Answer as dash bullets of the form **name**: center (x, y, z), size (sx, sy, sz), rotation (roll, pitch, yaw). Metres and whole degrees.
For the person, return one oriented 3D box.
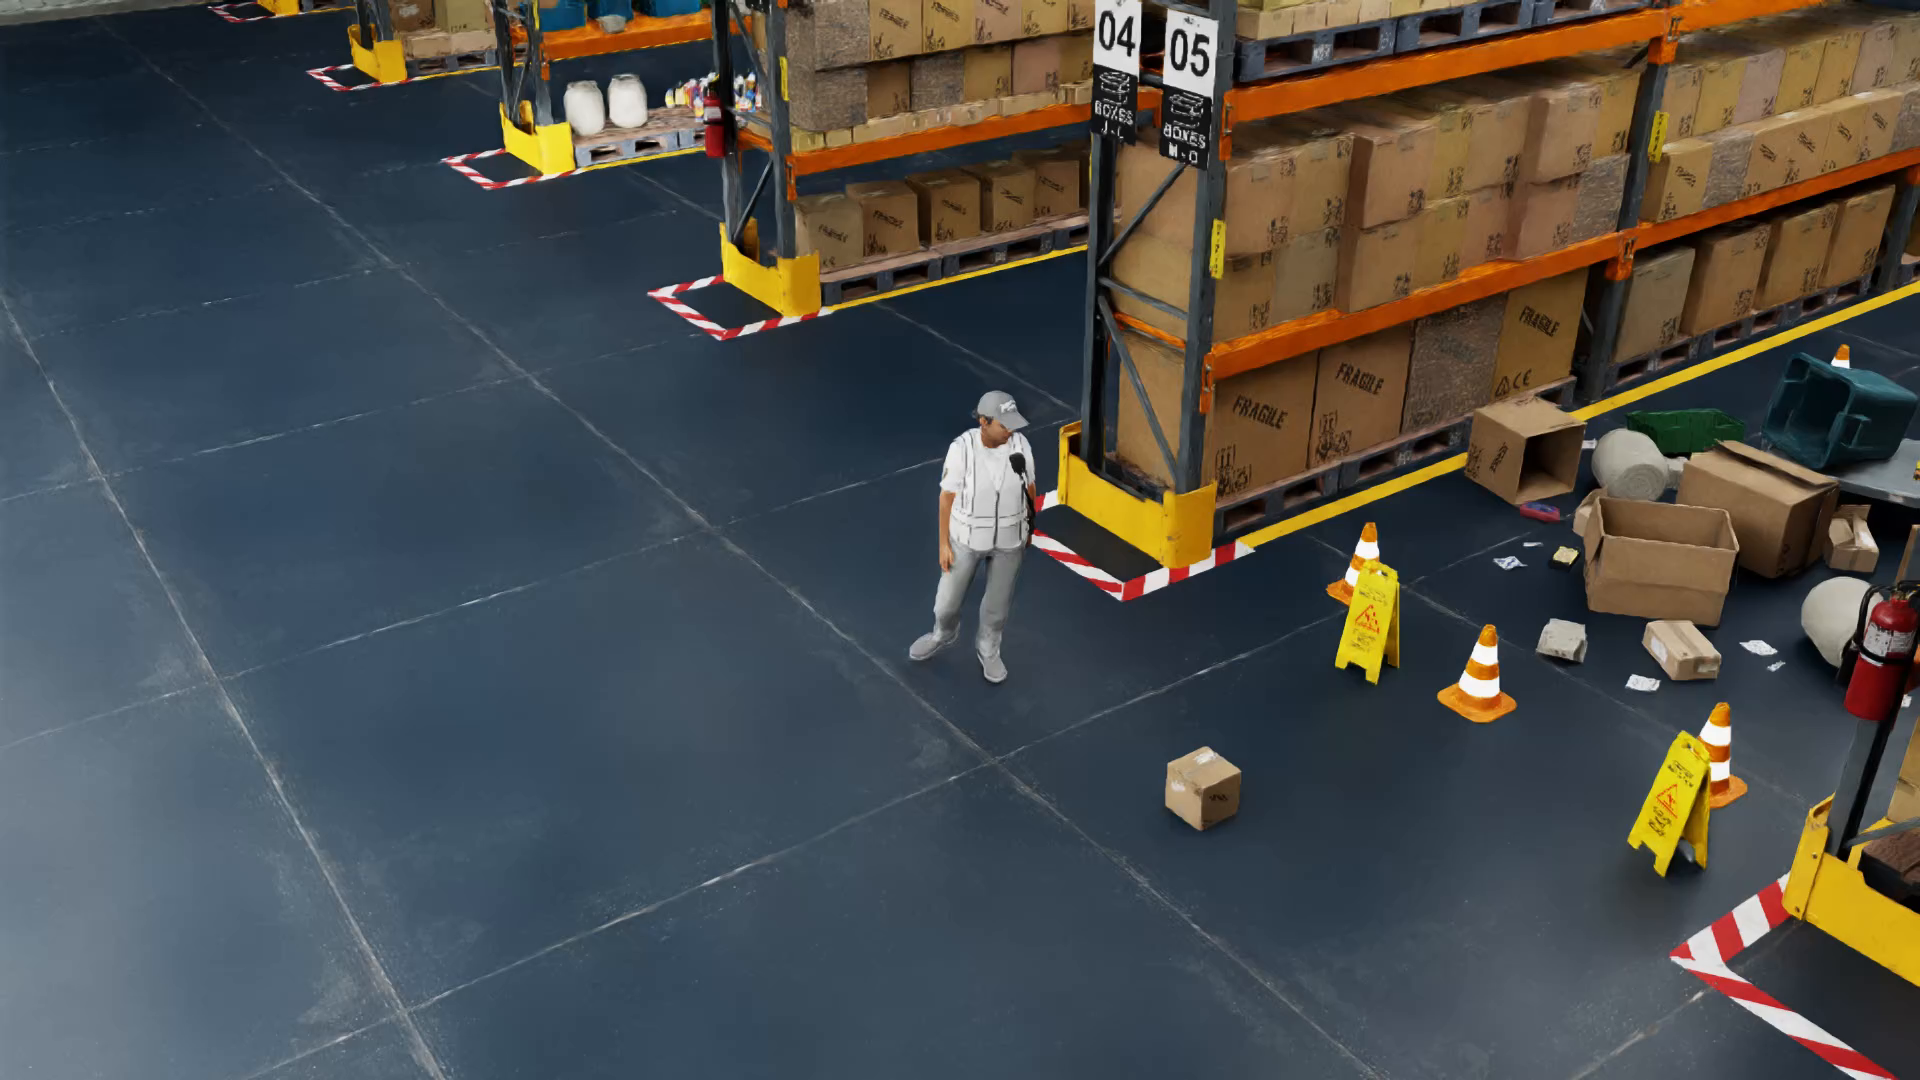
- **person**: center (0.068, -0.024, 8.635), size (0.667, 1.656, 0.469), rotation (-4, 29, -8)
